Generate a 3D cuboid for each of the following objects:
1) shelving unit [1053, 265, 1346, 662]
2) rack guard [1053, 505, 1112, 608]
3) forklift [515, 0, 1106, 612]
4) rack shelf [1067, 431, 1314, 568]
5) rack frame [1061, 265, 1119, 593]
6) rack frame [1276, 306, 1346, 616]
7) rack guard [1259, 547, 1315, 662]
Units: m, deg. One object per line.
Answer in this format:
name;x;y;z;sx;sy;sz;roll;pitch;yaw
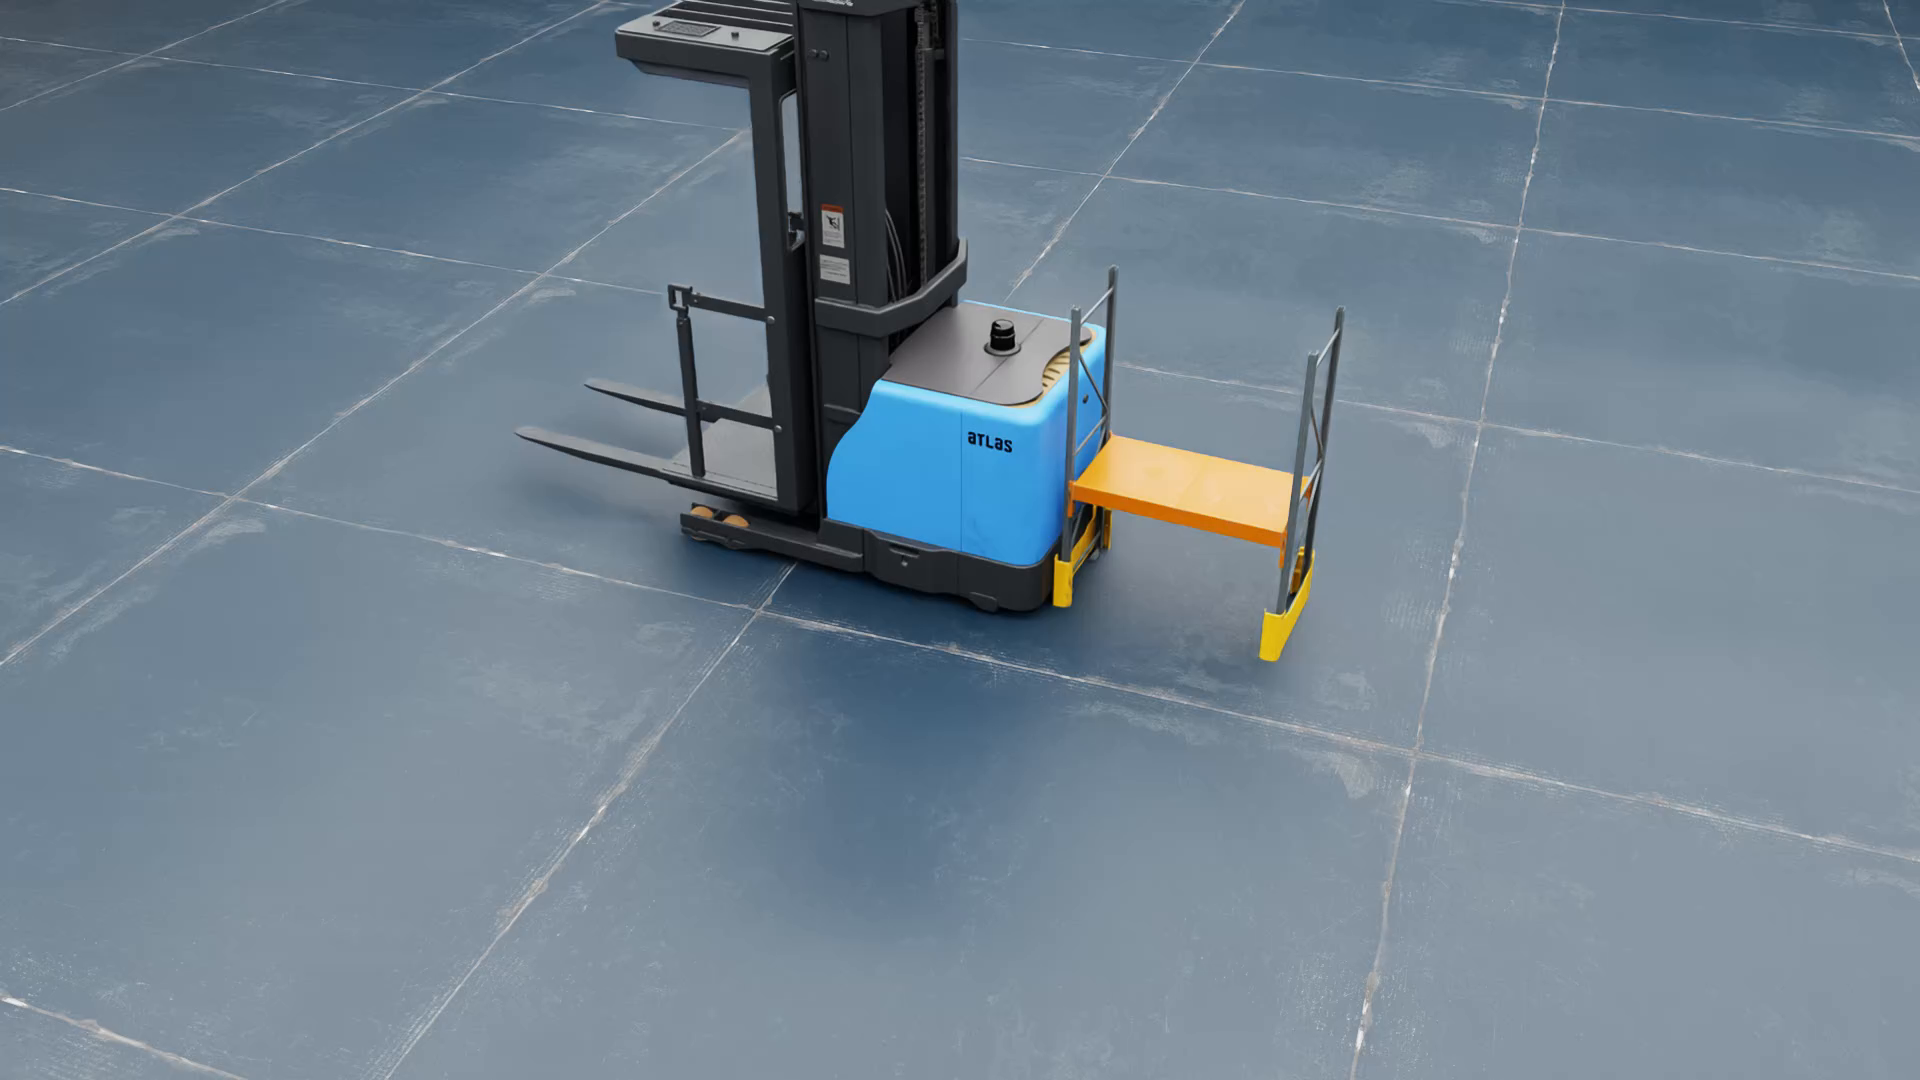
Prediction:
shelving unit;1.039;-0.349;7.408;1.083;1.500;0.587;14;35;21
rack guard;0.586;0.063;7.922;0.087;0.250;0.587;14;35;21
forklift;-0.821;-1.428;7.759;3.031;2.935;1.130;14;35;21
rack shelf;1.047;-0.196;7.503;1.000;0.185;0.538;14;35;21
rack frame;0.585;-0.463;7.584;0.032;1.500;0.500;14;35;21
rack frame;1.509;-0.232;7.227;0.032;1.500;0.500;14;35;21
rack guard;1.491;0.289;7.572;0.087;0.250;0.587;14;35;21
